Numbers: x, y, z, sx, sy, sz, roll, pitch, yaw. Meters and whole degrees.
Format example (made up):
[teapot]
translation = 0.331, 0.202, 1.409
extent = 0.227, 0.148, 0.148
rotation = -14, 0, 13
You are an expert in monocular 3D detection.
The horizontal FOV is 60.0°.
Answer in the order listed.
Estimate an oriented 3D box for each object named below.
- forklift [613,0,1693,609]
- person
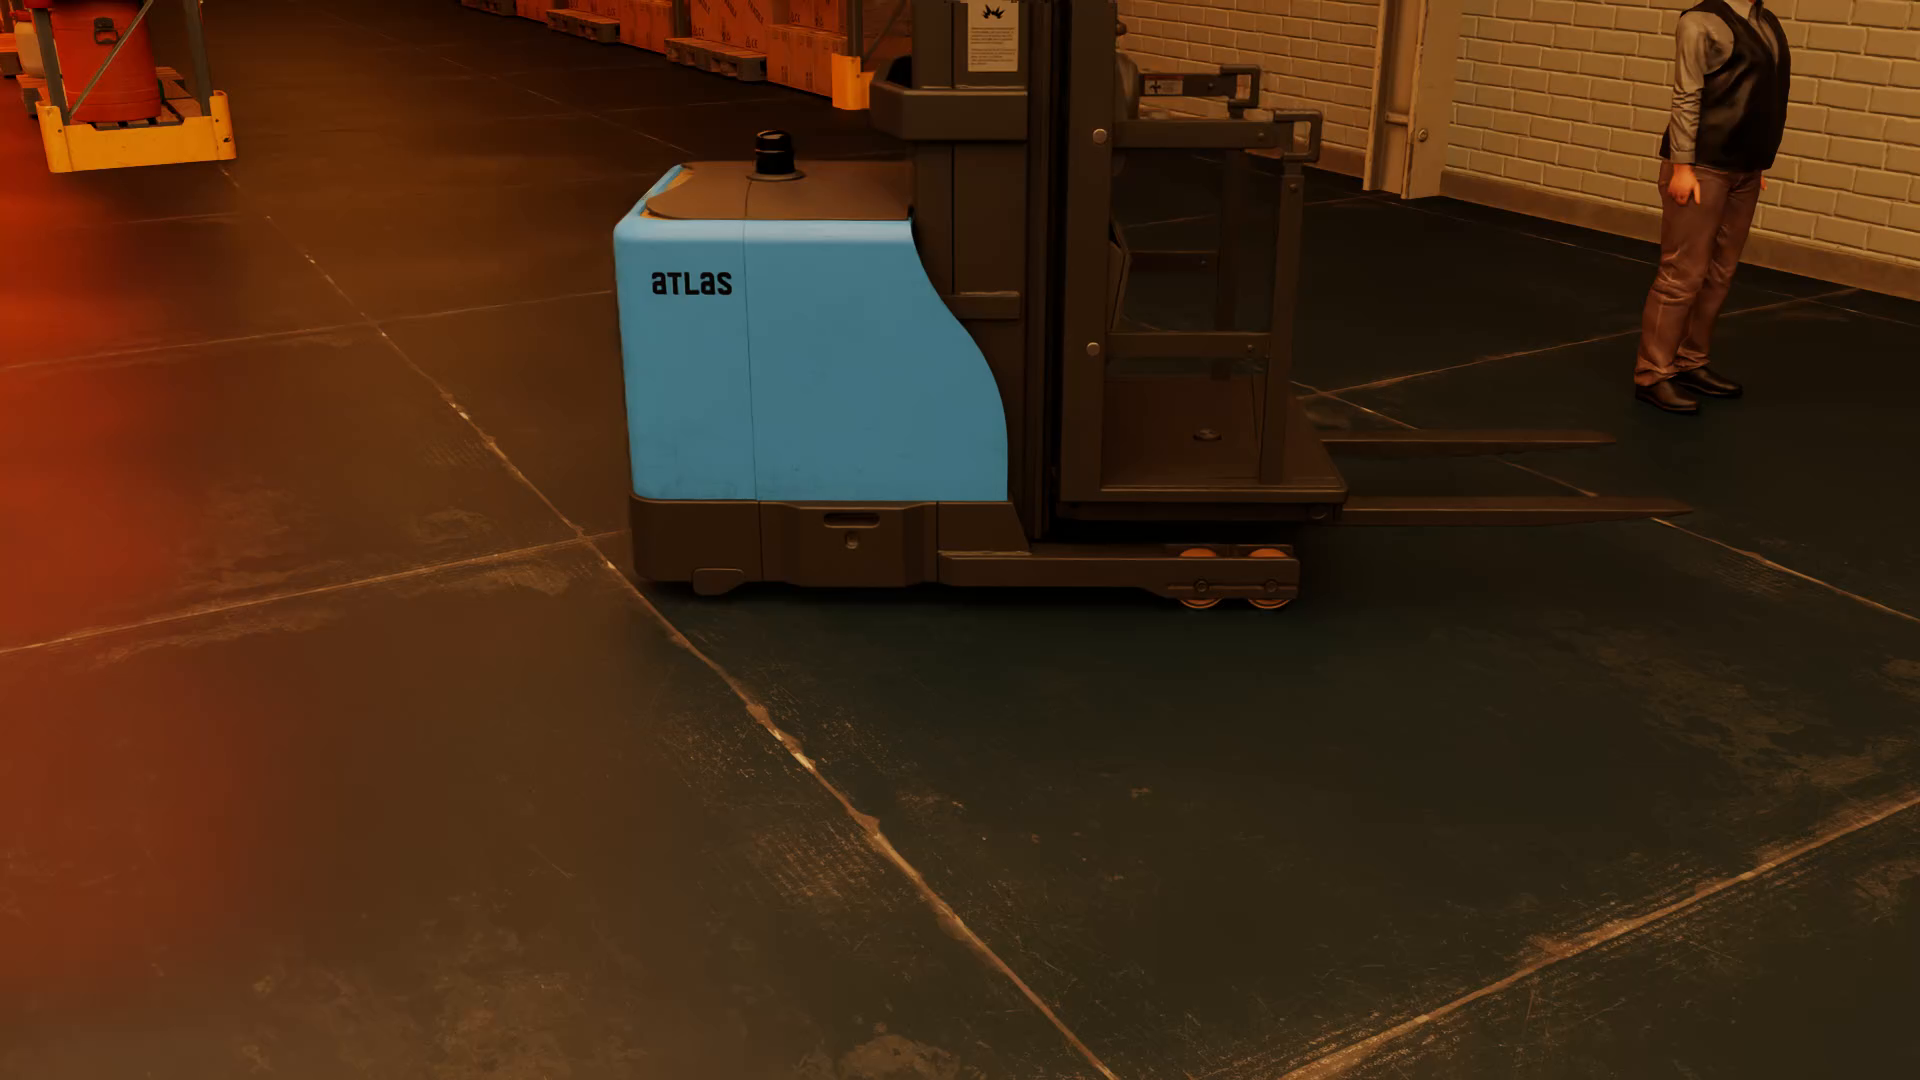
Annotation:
[forklift]
translation = 0.588, -1.366, 4.603
extent = 3.031, 2.935, 1.130
rotation = 0, 22, 0
[person]
translation = 2.829, -1.366, 6.200
extent = 0.524, 1.723, 0.374
rotation = -16, 27, -34
